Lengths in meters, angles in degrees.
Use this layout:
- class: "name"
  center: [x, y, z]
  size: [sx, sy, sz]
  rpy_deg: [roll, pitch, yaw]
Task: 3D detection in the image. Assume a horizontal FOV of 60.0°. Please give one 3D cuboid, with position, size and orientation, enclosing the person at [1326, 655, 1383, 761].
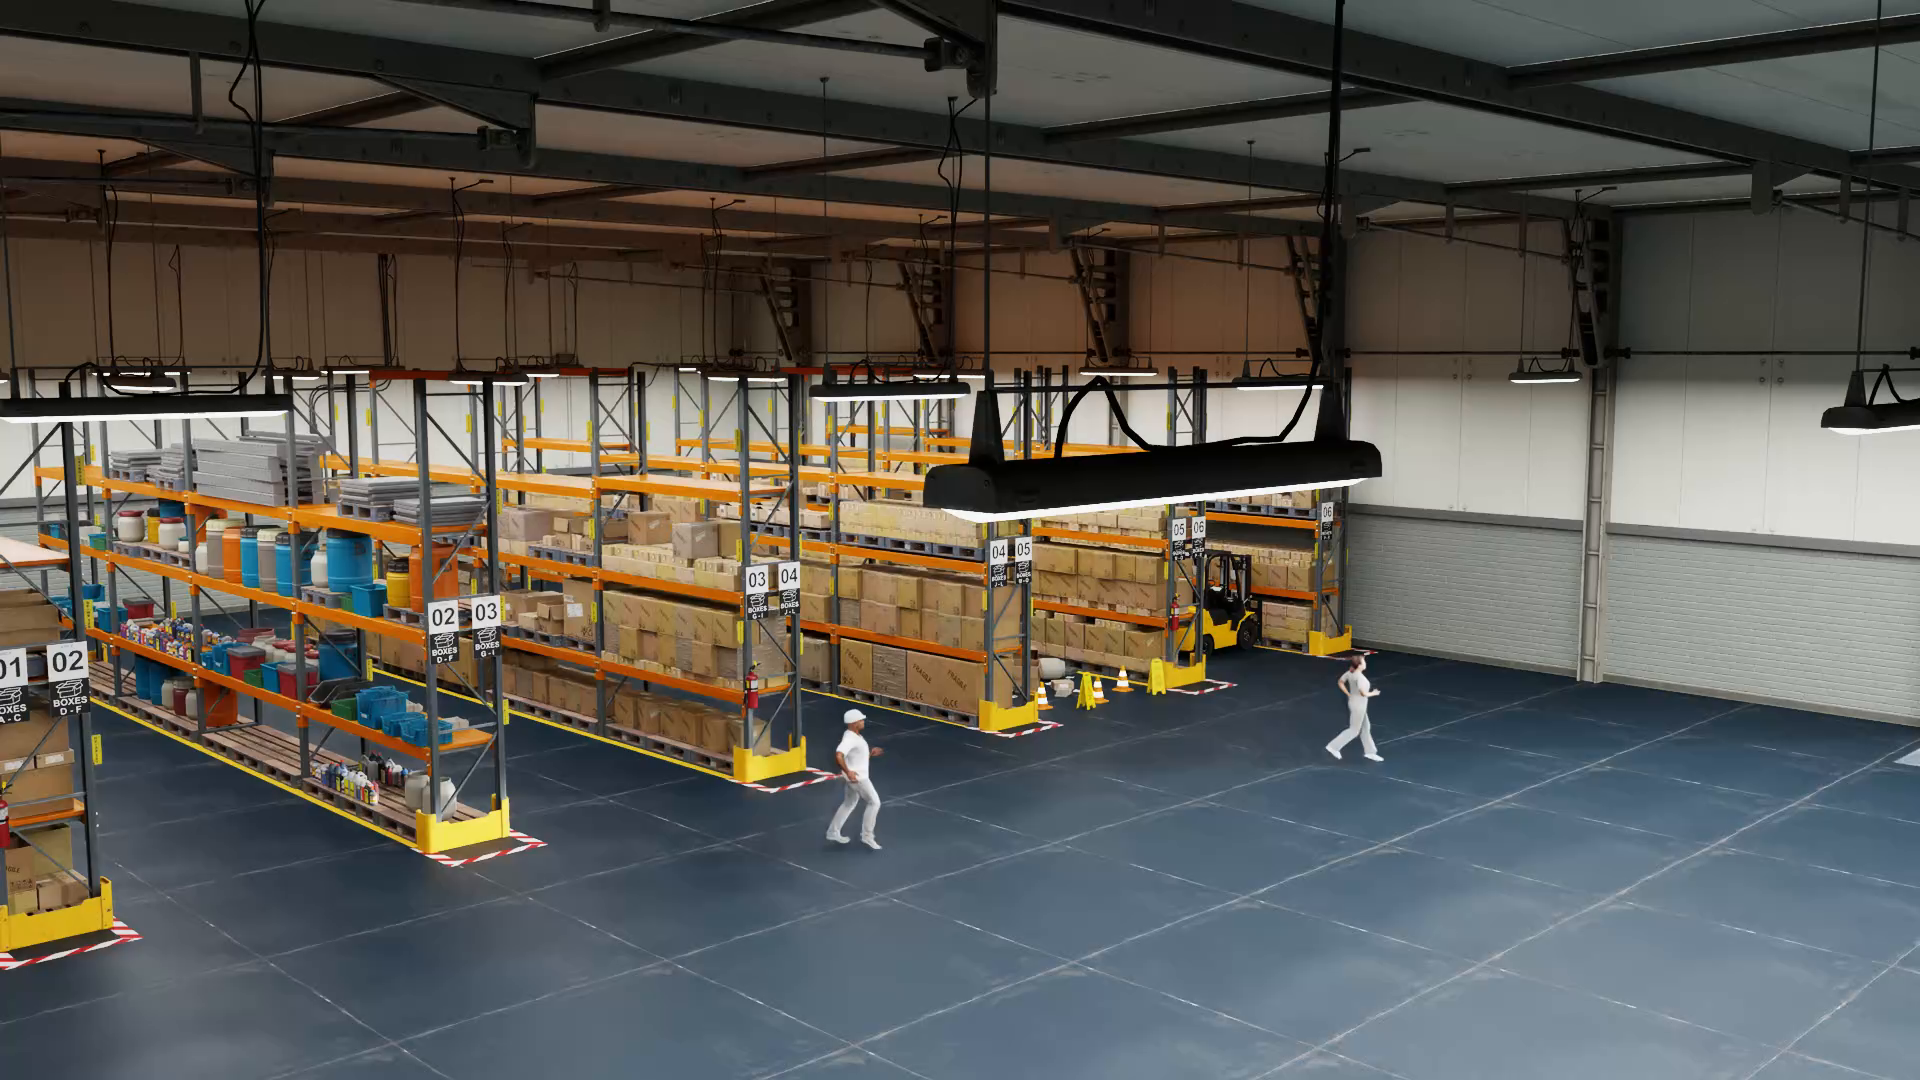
- class: "person"
  center: [6.097, 2.605, 25.608]
  size: [0.956, 1.684, 0.566]
  rpy_deg: [-1, 6, -7]

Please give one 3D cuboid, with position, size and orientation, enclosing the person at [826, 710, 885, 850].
- class: "person"
  center: [-1.327, 3.062, 21.224]
  size: [0.765, 1.820, 0.676]
  rpy_deg: [-1, 7, -13]
